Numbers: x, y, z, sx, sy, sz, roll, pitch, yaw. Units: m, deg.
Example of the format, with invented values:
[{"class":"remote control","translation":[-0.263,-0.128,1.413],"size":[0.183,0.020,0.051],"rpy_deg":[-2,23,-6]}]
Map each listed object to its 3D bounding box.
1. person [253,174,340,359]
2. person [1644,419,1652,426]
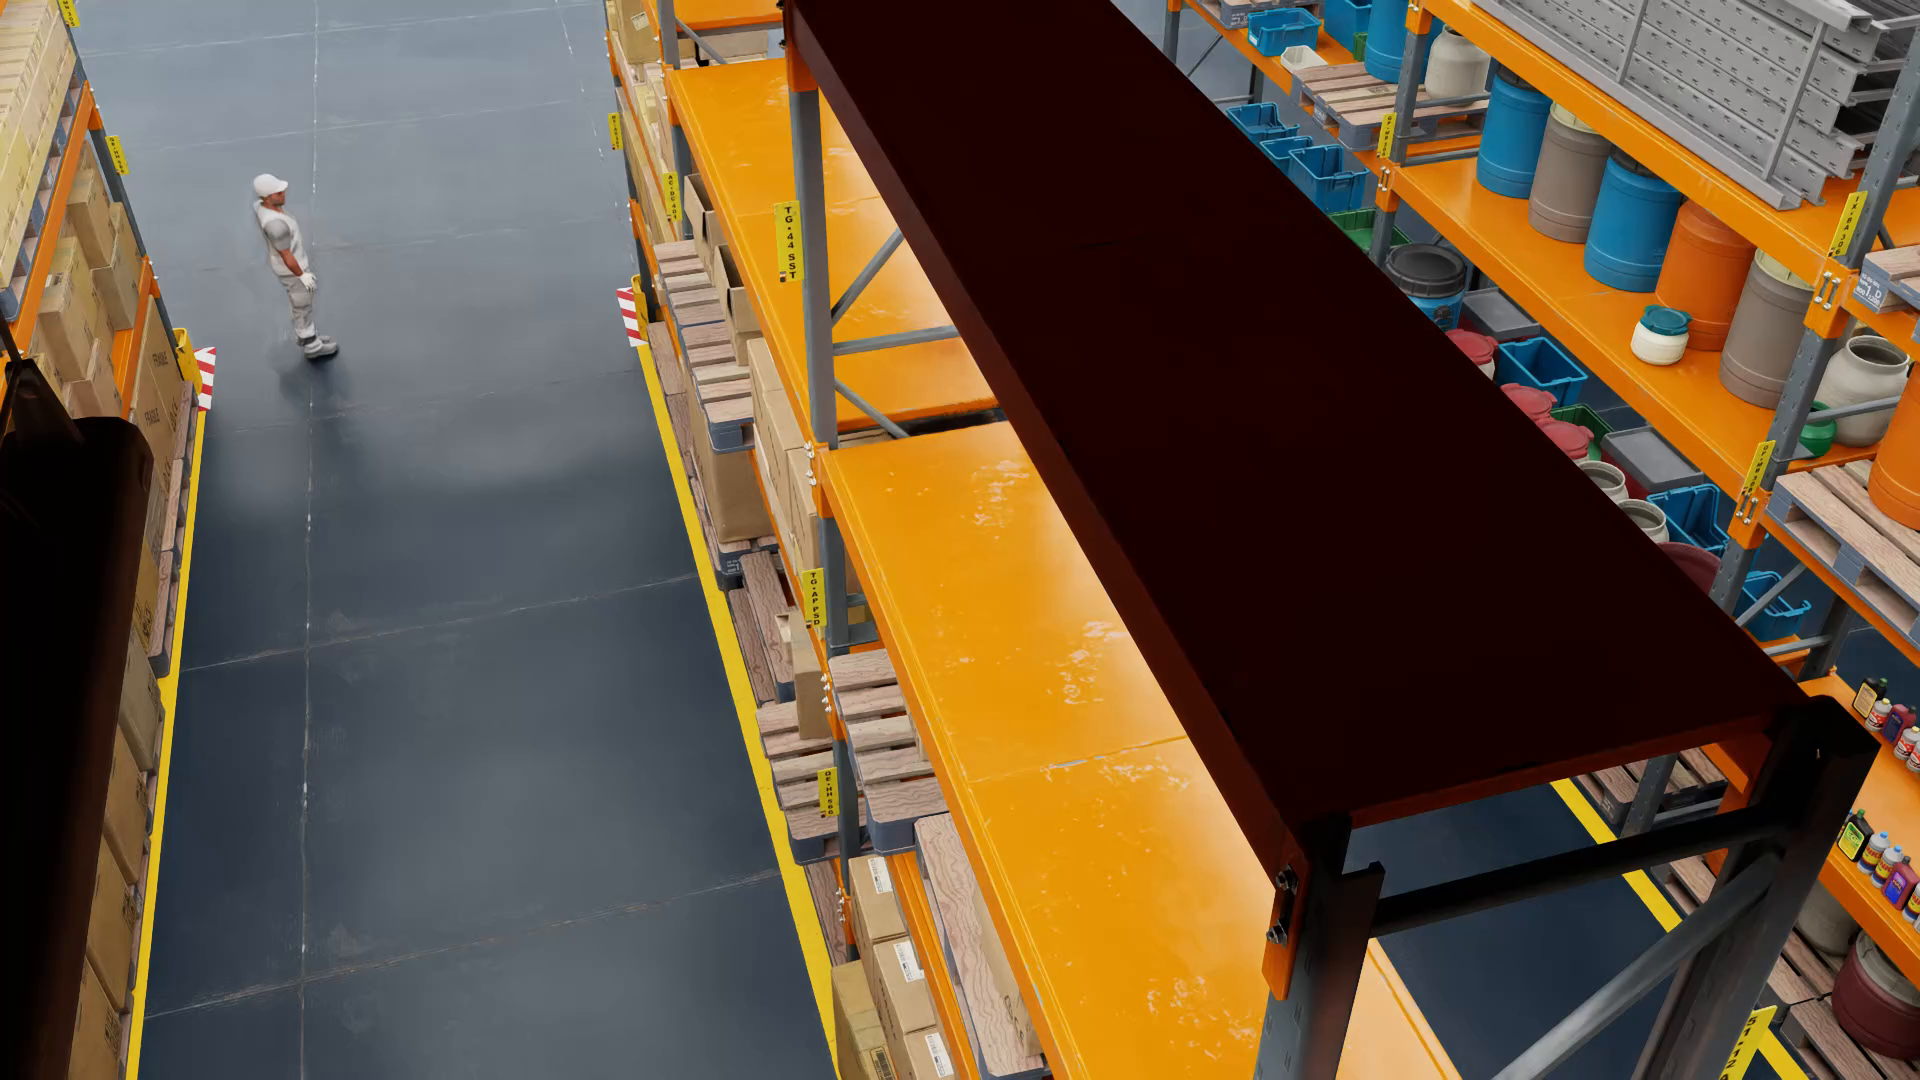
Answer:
[{"class":"person","translation":[-5.746,-2.353,14.364],"size":[0.380,1.820,0.612],"rpy_deg":[-17,41,-20]},{"class":"person","translation":[5.143,-0.628,12.256],"size":[0.394,1.706,0.507],"rpy_deg":[5,39,6]}]
